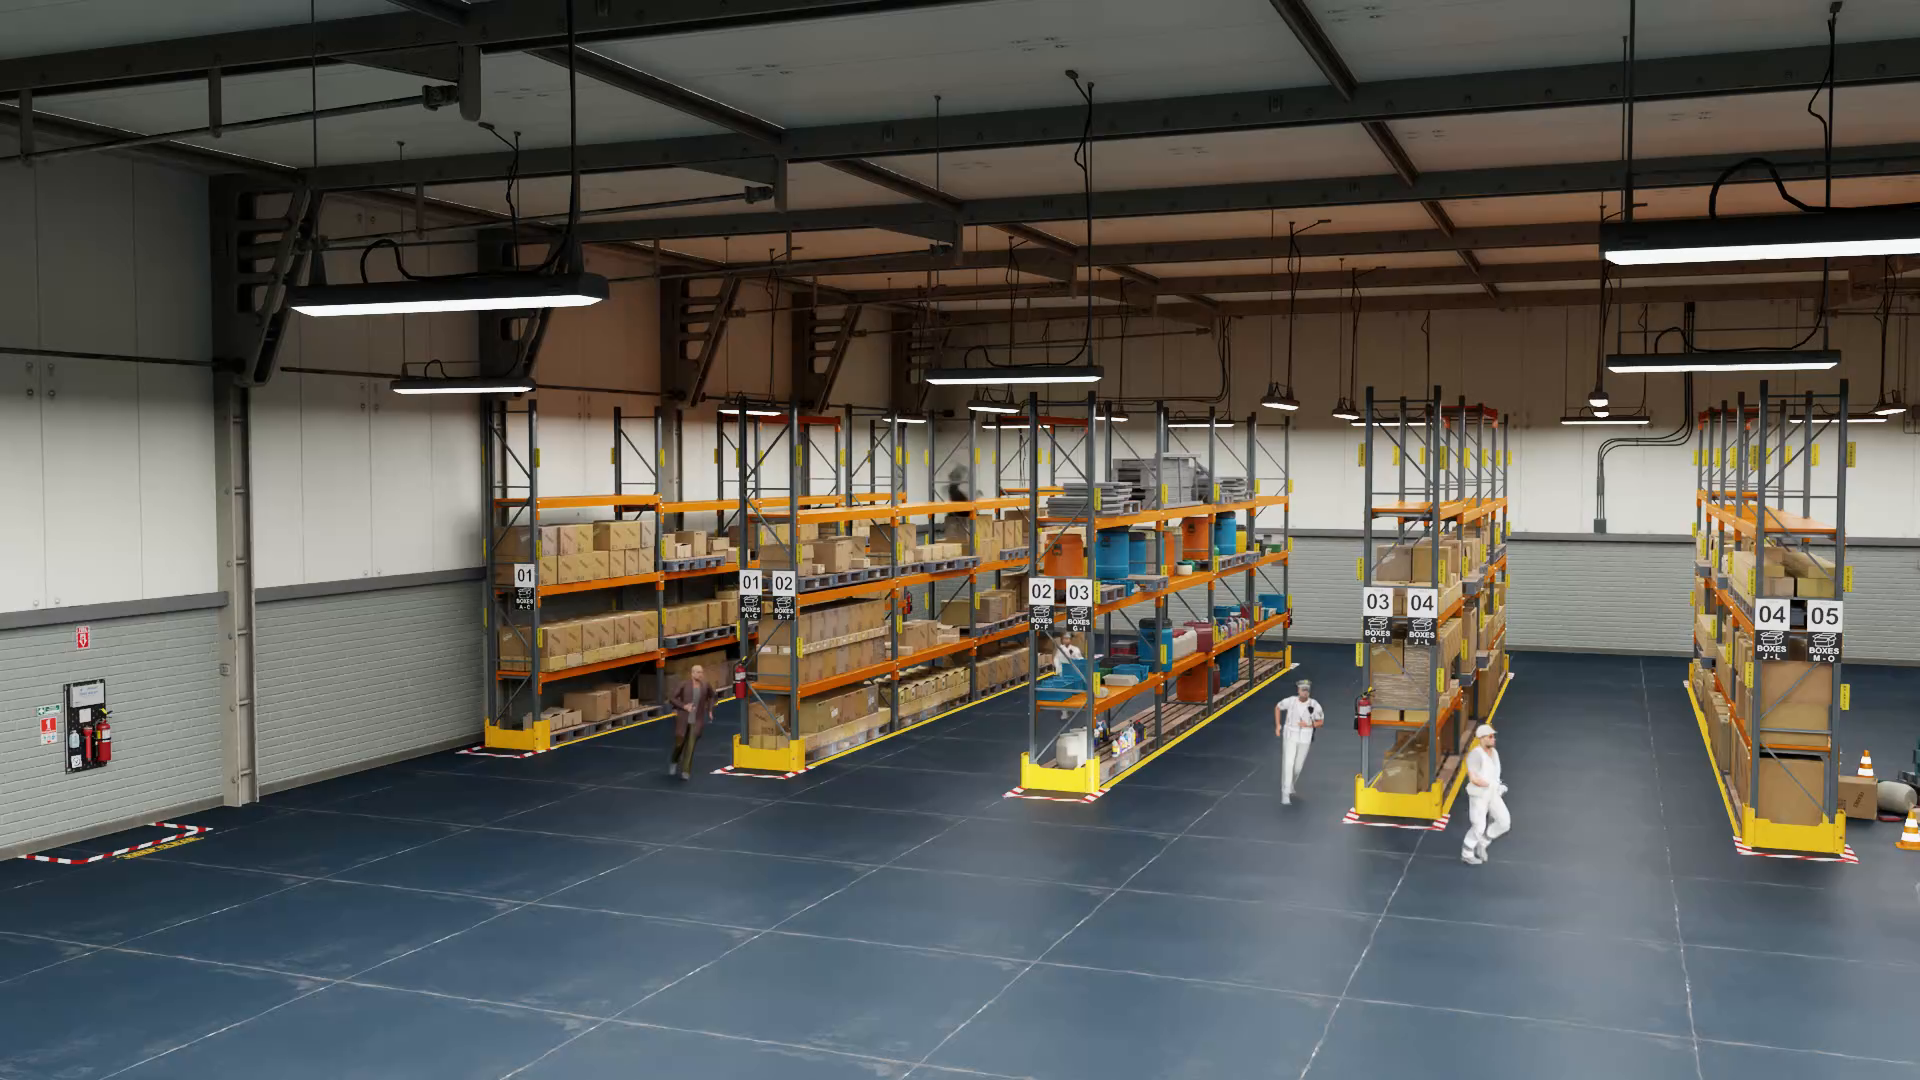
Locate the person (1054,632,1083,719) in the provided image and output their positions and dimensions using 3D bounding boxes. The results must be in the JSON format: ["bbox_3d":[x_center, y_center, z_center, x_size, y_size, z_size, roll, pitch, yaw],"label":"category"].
[{"bbox_3d":[2.080,2.585,32.030,0.635,1.670,0.762,1,3,21],"label":"person"}]

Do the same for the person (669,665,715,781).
[{"bbox_3d":[-4.150,2.826,25.914,0.747,1.731,1.033,-1,3,-16],"label":"person"}]

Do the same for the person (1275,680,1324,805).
[{"bbox_3d":[4.971,2.946,24.363,0.674,1.833,0.848,0,3,3],"label":"person"}]

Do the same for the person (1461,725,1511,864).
[{"bbox_3d":[6.436,3.113,20.265,0.654,1.737,0.709,-2,3,-34],"label":"person"}]
